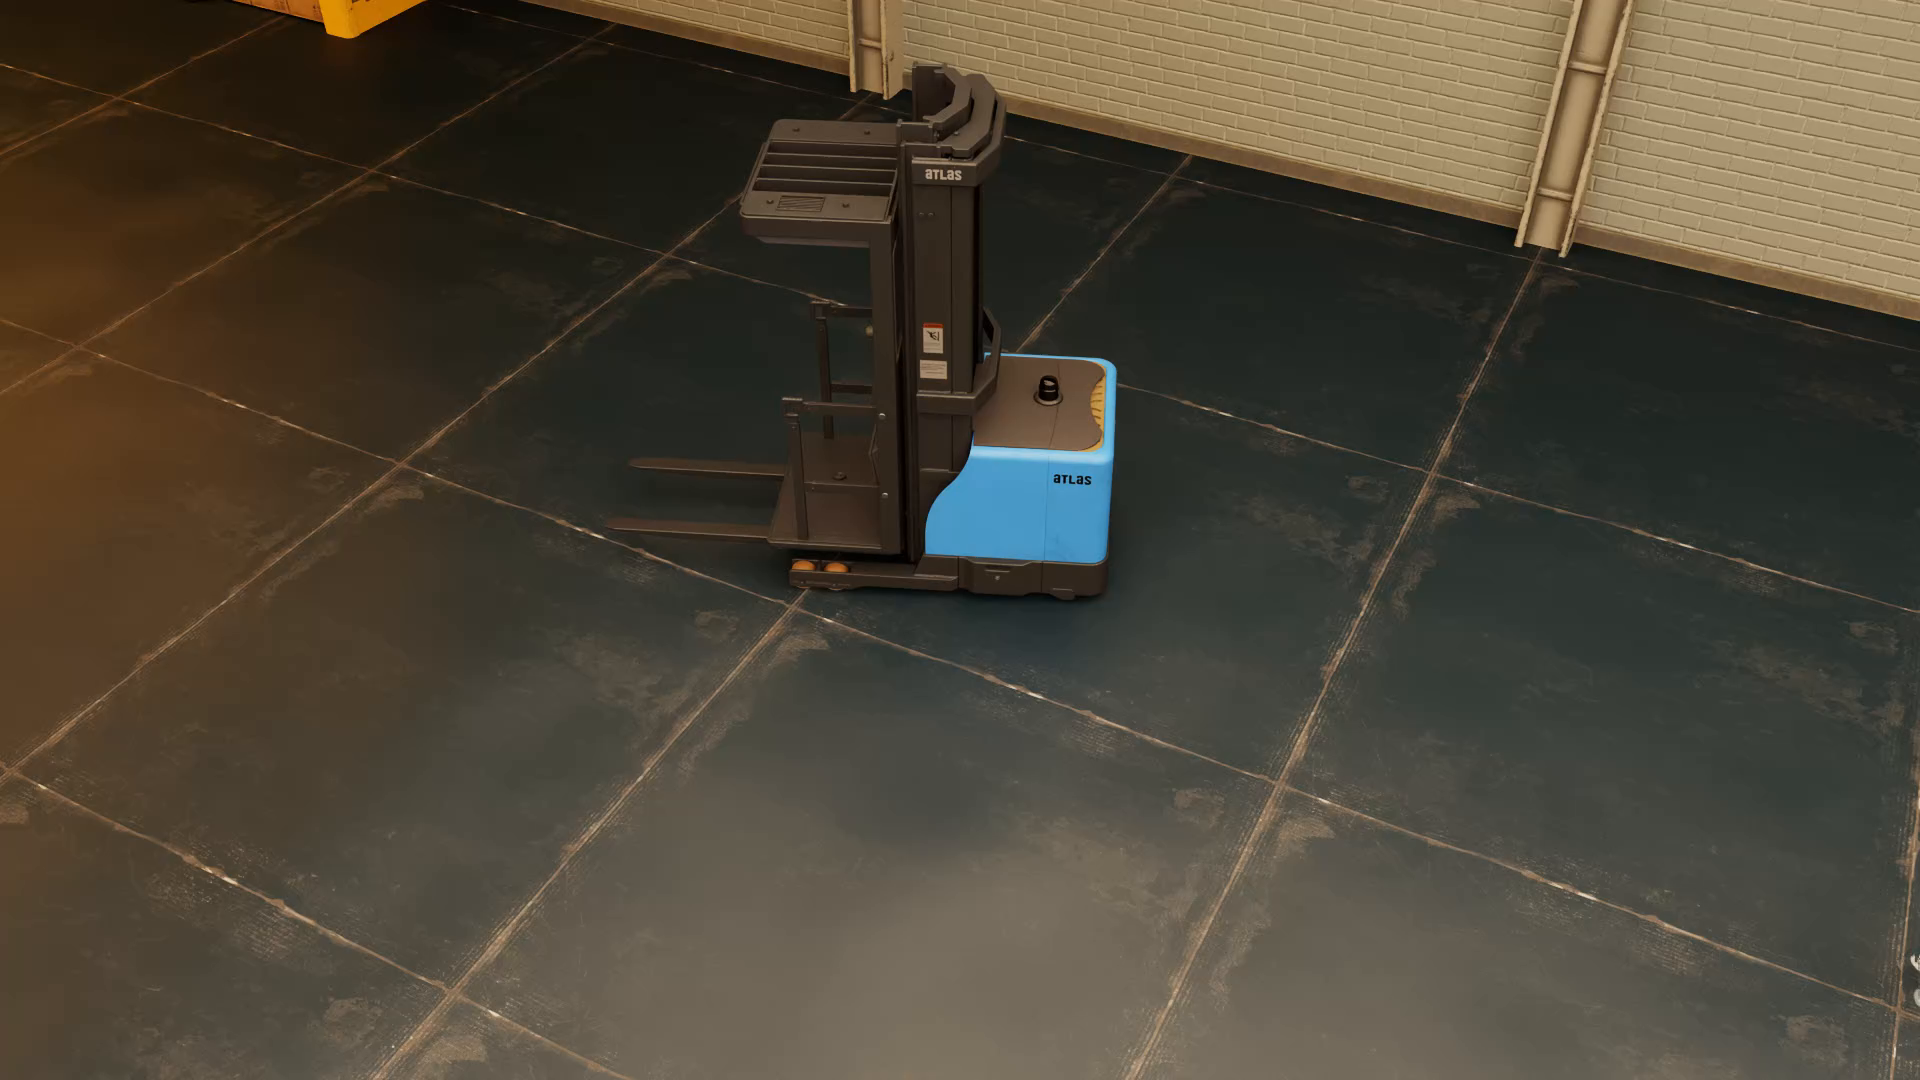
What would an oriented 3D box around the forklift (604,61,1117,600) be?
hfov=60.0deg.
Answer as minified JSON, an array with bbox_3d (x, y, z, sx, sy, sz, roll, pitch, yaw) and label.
[{"bbox_3d":[-0.606,-1.157,9.360,3.031,2.935,1.130,3,40,4],"label":"forklift"}]
